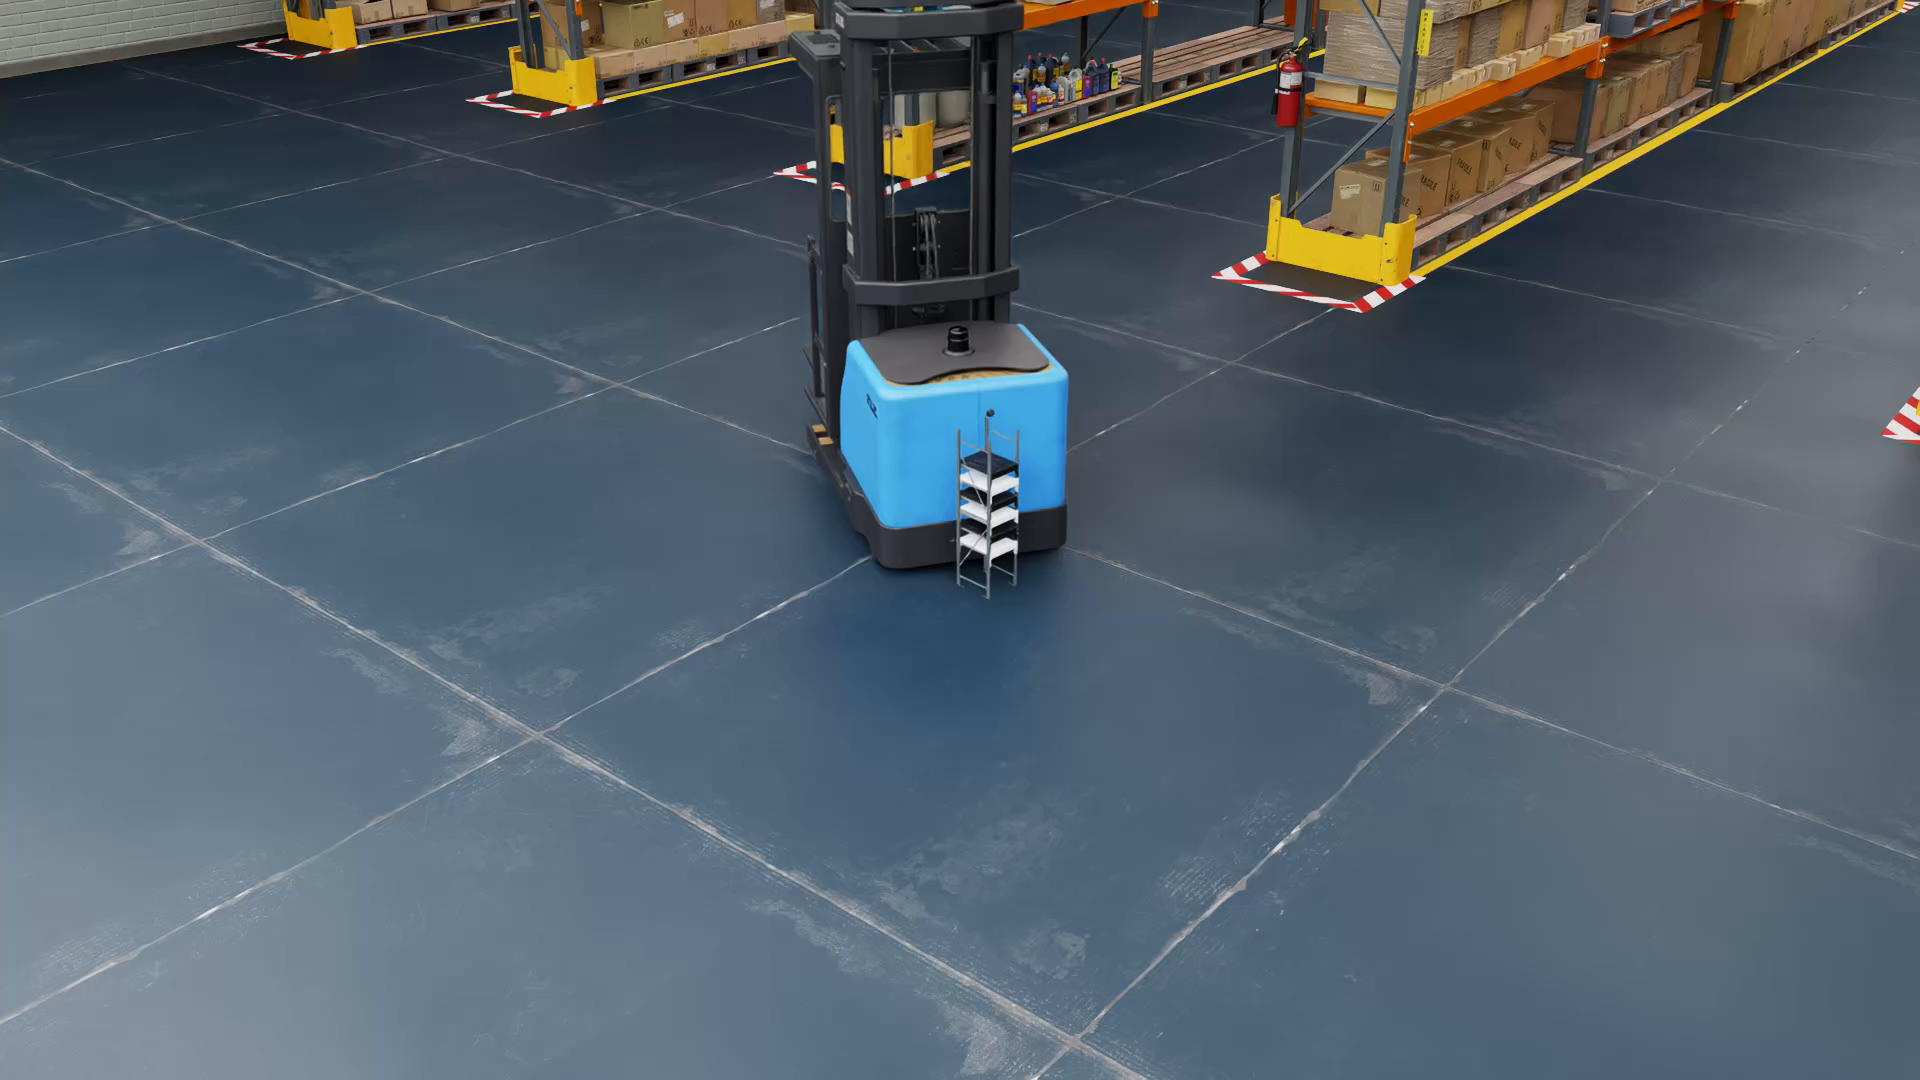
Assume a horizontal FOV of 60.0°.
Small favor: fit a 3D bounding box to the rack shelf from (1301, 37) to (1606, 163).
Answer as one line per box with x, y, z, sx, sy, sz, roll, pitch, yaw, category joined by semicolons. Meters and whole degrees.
4.287;-3.917;14.339;1.077;0.370;4.000;21;34;34;rack shelf

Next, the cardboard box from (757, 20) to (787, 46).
-2.534;-6.404;20.901;0.500;0.250;0.500;21;34;34;cardboard box

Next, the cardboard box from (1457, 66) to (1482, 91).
4.032;-3.795;13.595;0.380;0.149;0.250;21;34;34;cardboard box

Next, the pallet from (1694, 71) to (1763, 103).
8.663;-5.382;19.425;1.003;0.211;1.213;21;34;34;pallet

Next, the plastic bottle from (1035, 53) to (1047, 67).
0.904;-5.247;18.532;0.144;0.351;0.185;22;34;36;plastic bottle

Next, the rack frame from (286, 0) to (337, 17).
-8.452;-7.870;21.198;1.000;3.000;0.127;21;34;34;rack frame

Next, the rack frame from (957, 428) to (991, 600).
0.069;-0.125;8.513;0.006;0.900;0.240;-25;36;-39;rack frame

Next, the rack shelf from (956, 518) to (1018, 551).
0.141;-0.049;8.633;0.200;0.077;0.258;-25;36;-39;rack shelf

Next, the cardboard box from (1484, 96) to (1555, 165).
5.274;-3.891;15.771;0.500;0.500;0.500;20;33;33;cardboard box

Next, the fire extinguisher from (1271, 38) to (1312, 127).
2.586;-3.587;13.003;0.296;0.674;0.183;21;34;34;fire extinguisher

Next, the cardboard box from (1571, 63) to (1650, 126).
6.640;-4.604;17.126;0.700;0.500;0.500;18;32;30;cardboard box

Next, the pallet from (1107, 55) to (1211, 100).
2.207;-5.444;19.544;1.003;0.211;1.213;21;34;34;pallet

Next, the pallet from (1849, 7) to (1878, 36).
11.967;-7.224;22.985;1.003;0.211;1.213;21;34;34;pallet

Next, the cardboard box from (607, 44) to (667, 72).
-3.799;-5.692;19.524;0.500;0.250;0.500;21;34;34;cardboard box

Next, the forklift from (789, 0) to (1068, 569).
-0.320;-1.808;9.555;1.130;2.935;3.031;-8;28;-14;forklift

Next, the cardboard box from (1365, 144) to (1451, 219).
3.779;-3.042;14.129;0.500;0.500;0.500;-18;32;-31;cardboard box

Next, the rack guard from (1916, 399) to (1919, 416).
6.763;-0.923;10.490;1.175;0.500;0.348;21;34;34;rack guard

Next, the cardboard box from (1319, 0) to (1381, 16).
3.174;-4.415;12.999;0.500;0.500;0.500;21;34;34;cardboard box

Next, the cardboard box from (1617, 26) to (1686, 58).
7.371;-5.344;17.742;0.500;0.250;0.500;-24;36;-38;cardboard box

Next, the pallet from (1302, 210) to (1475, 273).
3.607;-2.593;14.033;1.003;0.211;1.213;21;34;34;pallet

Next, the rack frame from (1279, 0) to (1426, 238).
3.015;-3.527;12.803;1.000;3.000;0.127;21;34;34;rack frame

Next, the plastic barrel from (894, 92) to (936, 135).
-0.447;-4.312;16.571;0.421;0.512;0.421;0;27;0;plastic barrel

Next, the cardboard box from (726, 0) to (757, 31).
-2.851;-6.560;20.385;0.500;0.500;0.500;21;34;34;cardboard box

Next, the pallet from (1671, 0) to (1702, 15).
6.876;-5.564;16.950;1.003;0.211;1.213;21;34;34;pallet

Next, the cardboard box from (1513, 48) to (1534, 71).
4.684;-4.144;14.269;0.380;0.149;0.250;21;34;34;cardboard box

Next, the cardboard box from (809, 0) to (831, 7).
-1.627;-7.130;21.693;0.500;0.311;0.500;21;34;35;cardboard box

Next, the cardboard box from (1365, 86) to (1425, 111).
3.380;-3.447;12.922;0.380;0.149;0.250;21;34;34;cardboard box

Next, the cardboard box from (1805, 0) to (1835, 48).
10.256;-6.792;20.969;1.225;0.875;0.875;21;34;35;cardboard box

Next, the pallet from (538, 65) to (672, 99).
-4.173;-5.468;19.591;1.003;0.211;1.213;21;34;34;pallet

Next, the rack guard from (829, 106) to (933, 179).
-0.795;-3.905;16.254;1.175;0.500;0.348;21;34;34;rack guard

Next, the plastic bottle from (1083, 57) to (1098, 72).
1.439;-5.141;18.328;0.144;0.351;0.185;21;34;34;plastic bottle

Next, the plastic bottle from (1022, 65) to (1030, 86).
0.719;-5.081;18.299;0.097;0.271;0.097;0;27;0;plastic bottle

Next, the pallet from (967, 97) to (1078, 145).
0.502;-4.494;17.707;1.003;0.211;1.213;21;34;34;pallet

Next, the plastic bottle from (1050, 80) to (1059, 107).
0.997;-4.739;17.636;0.097;0.271;0.097;0;27;0;plastic bottle

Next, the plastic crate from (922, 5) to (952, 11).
-0.302;-5.402;16.589;0.499;0.251;0.408;21;34;34;plastic crate

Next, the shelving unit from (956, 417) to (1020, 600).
0.141;-0.158;8.577;0.210;0.900;0.258;-25;36;-39;shelving unit

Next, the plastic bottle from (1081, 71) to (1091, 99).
1.357;-4.931;17.995;0.061;0.283;0.133;23;35;38;plastic bottle

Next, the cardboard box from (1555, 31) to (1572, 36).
5.278;-4.515;14.986;0.380;0.149;0.250;21;34;34;cardboard box

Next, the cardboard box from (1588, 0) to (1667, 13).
6.173;-5.639;15.776;1.000;1.000;1.000;21;34;35;cardboard box

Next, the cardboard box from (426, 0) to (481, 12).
-7.074;-7.622;22.960;0.700;0.500;0.500;18;33;31;cardboard box

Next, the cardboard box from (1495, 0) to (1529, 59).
4.290;-4.441;14.138;0.875;0.500;0.500;21;34;34;cardboard box

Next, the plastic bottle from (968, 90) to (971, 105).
0.083;-4.790;17.721;0.061;0.283;0.133;22;34;36;plastic bottle

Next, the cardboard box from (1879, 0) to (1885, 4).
12.847;-8.192;23.677;0.875;0.875;0.875;21;34;34;cardboard box

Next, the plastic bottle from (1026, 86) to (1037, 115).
0.745;-4.590;17.336;0.061;0.283;0.133;21;34;35;plastic bottle

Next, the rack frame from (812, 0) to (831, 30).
-2.082;-7.842;21.144;1.000;3.000;0.127;21;34;34;rack frame

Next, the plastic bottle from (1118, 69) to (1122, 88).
1.747;-5.126;18.460;0.097;0.201;0.097;0;27;0;plastic bottle
